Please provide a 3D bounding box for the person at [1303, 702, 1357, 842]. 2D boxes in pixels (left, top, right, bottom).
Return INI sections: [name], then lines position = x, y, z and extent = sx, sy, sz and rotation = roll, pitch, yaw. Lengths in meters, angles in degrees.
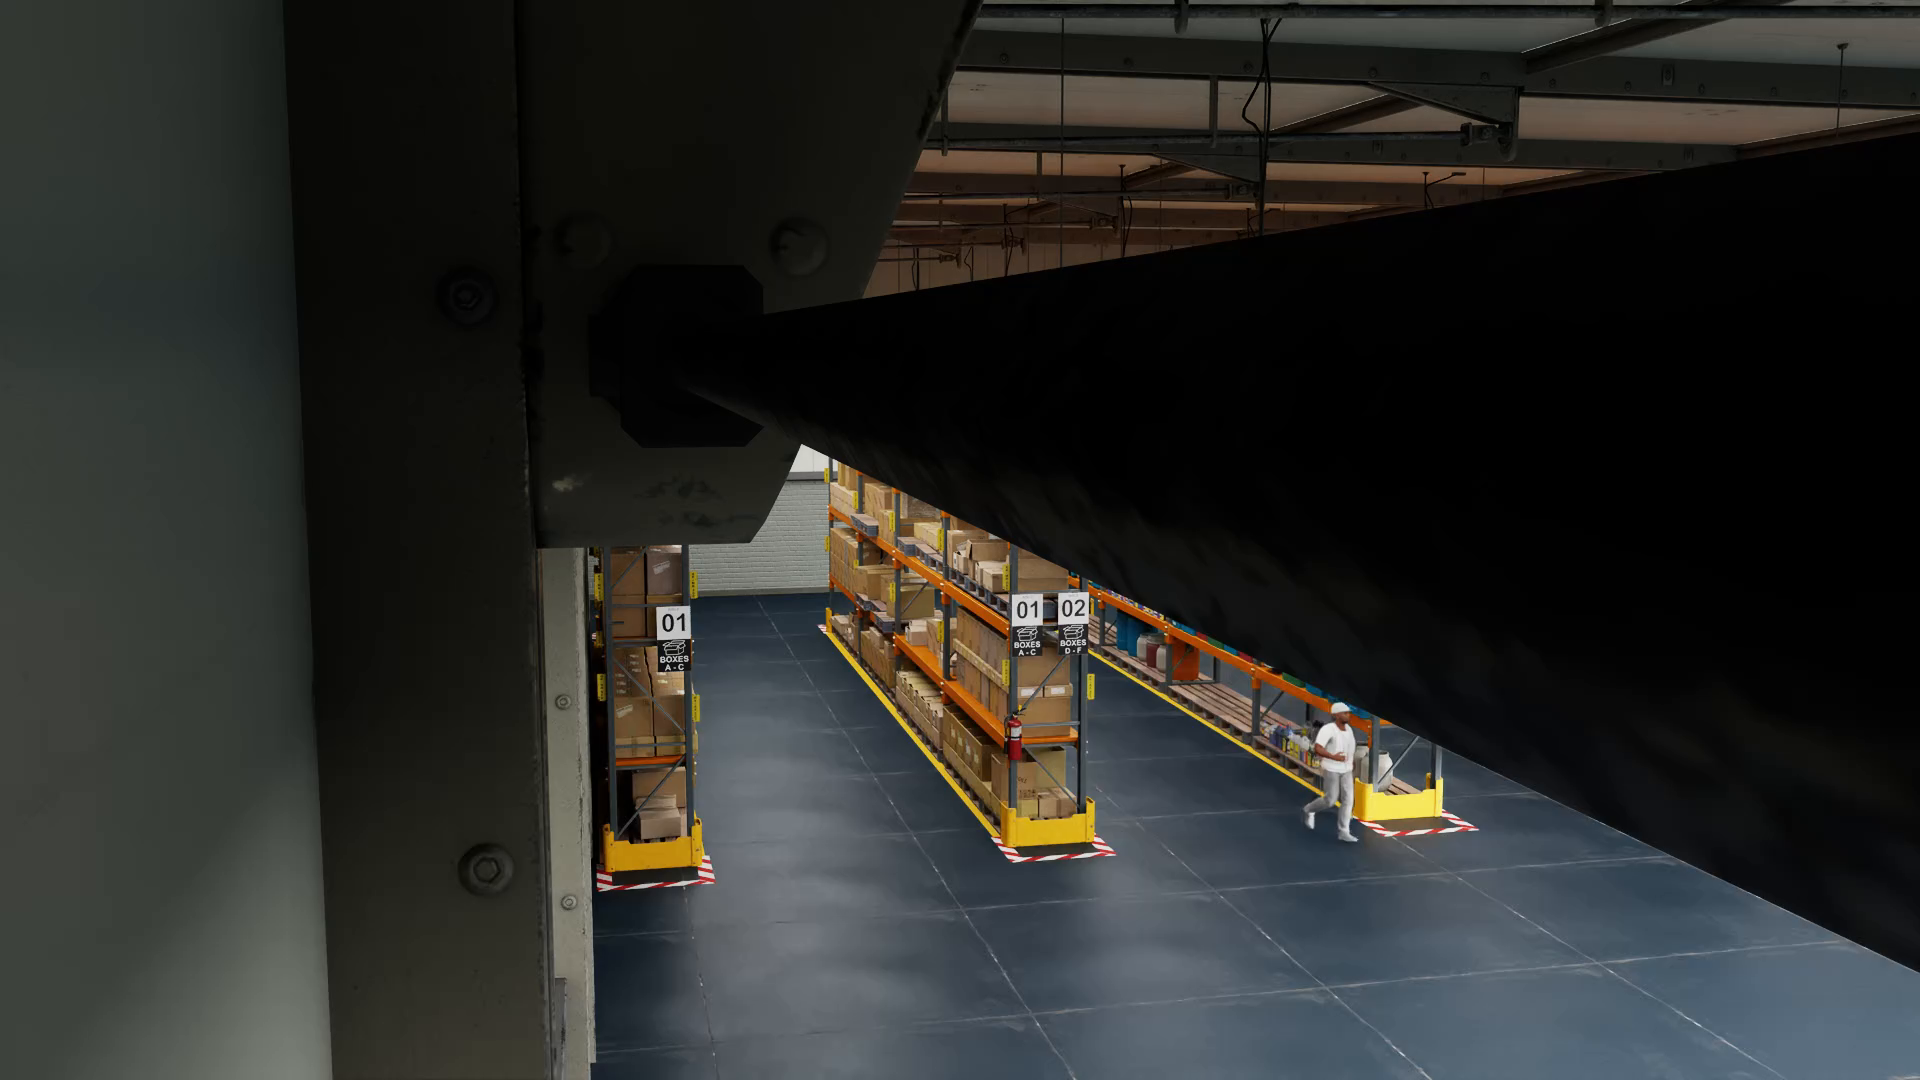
[person]
position = 4.857, 2.949, 21.304
extent = 0.761, 1.731, 0.902
rotation = -4, 8, -31
